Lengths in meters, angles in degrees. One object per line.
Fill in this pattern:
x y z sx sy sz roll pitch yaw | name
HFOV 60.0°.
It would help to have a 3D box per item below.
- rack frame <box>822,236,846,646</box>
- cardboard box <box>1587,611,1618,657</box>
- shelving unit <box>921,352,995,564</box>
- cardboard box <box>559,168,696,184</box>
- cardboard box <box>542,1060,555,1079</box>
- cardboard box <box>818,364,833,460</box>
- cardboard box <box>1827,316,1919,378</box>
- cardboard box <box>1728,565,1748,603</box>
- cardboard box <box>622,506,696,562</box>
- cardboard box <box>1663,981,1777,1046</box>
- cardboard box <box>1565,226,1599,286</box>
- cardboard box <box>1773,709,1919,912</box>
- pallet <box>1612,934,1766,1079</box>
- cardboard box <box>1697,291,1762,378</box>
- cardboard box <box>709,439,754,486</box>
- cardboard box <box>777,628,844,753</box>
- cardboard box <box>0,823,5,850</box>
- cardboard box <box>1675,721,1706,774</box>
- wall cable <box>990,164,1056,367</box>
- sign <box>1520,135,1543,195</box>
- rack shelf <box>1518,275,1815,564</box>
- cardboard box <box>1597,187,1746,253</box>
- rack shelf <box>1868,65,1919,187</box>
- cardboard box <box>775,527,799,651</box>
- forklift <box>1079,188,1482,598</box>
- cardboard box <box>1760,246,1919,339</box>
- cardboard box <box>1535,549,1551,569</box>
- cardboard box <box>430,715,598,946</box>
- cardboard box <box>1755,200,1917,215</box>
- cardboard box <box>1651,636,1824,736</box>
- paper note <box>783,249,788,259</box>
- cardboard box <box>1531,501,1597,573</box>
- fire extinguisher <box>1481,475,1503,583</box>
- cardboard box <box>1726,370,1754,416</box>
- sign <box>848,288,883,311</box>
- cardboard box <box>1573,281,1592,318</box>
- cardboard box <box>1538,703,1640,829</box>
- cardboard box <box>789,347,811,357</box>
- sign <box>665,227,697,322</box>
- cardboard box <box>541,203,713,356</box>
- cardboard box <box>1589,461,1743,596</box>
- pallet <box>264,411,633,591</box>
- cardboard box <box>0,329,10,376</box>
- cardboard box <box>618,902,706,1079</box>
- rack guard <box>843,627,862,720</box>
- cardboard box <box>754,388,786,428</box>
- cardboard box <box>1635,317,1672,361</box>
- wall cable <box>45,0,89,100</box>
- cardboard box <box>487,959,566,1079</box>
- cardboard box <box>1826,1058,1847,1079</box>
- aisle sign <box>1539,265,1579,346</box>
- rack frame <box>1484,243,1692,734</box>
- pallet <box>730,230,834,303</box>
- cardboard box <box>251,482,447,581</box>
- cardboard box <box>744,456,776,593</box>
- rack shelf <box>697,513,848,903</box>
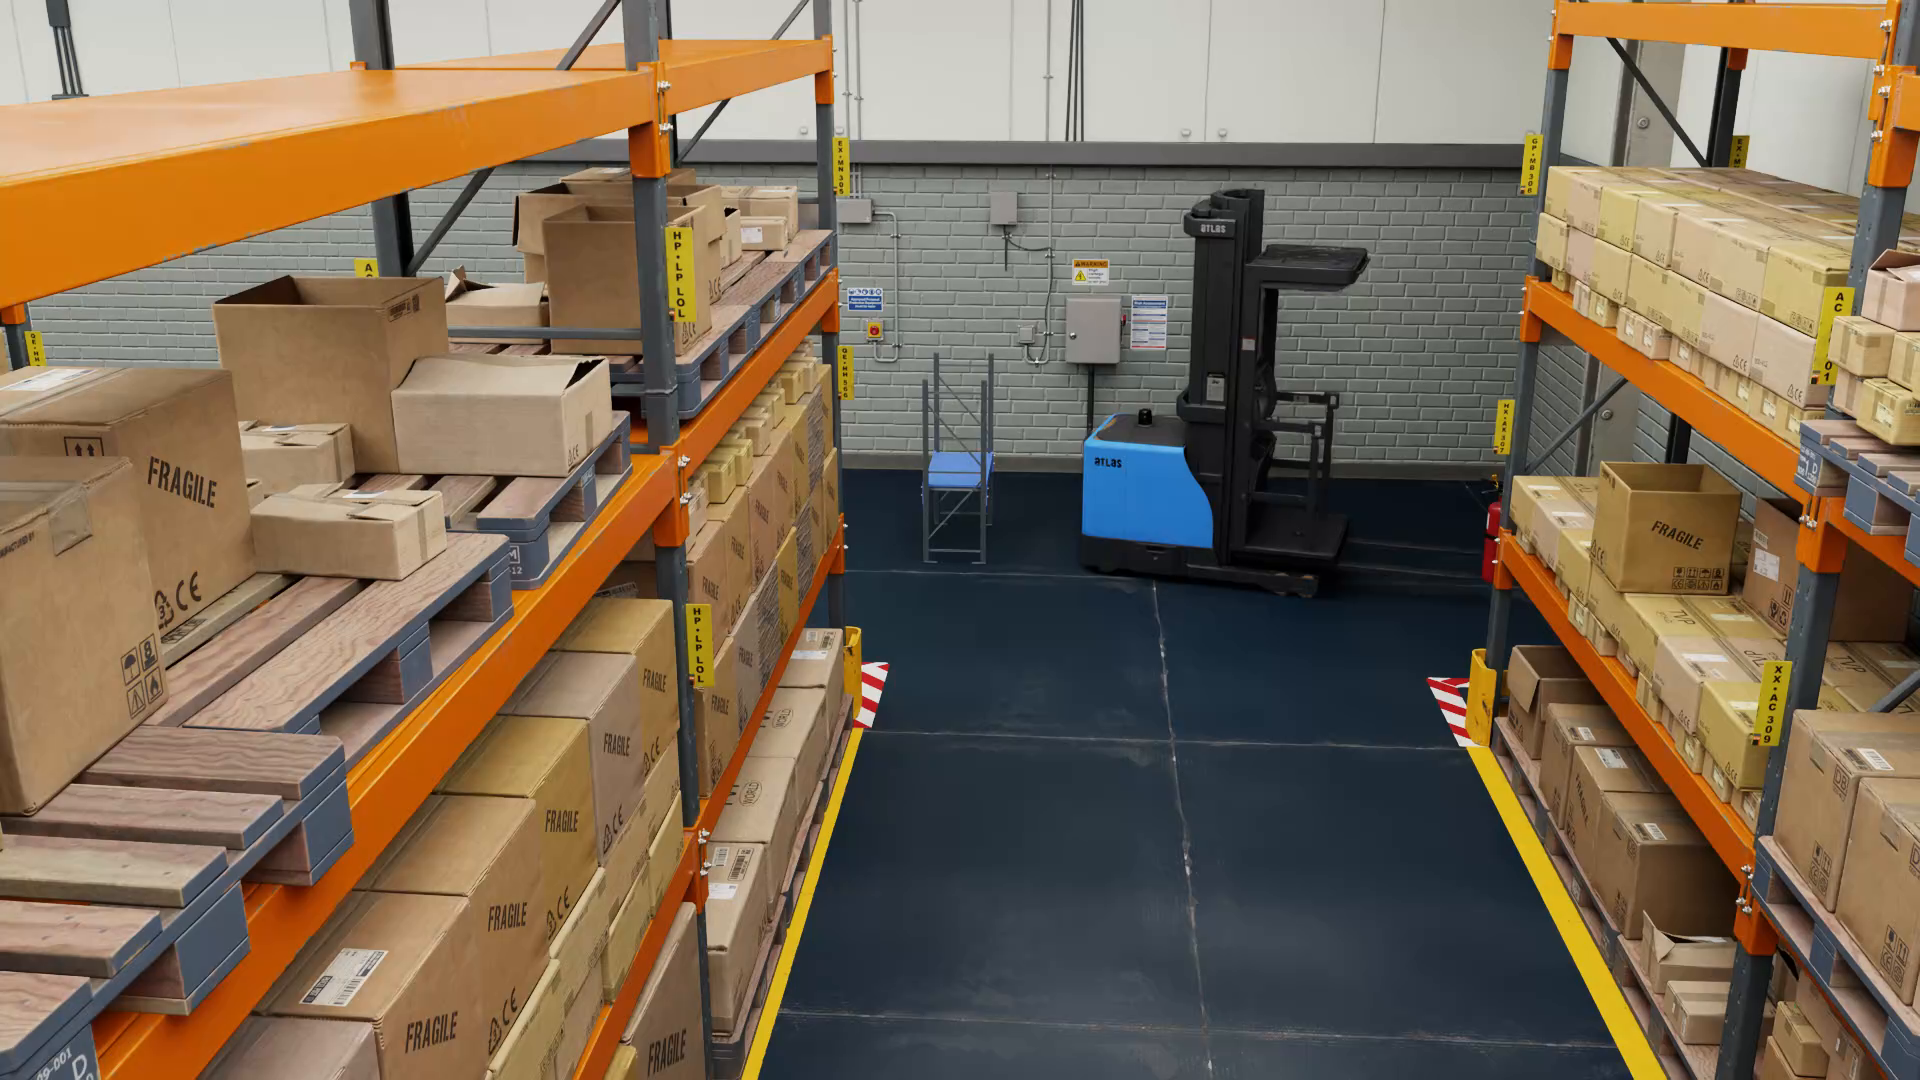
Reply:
-1.223 -0.347 10.163 1.000 3.000 0.127 1 18 4 | rack frame
3.290 0.460 8.106 0.380 0.149 0.250 2 18 5 | cardboard box
-0.006 -0.686 13.609 0.538 1.500 1.048 1 18 4 | shelving unit
-1.517 -1.444 7.699 0.500 0.500 0.500 2 18 5 | cardboard box
-1.416 1.587 4.503 0.500 0.250 0.500 1 18 4 | cardboard box
-1.020 -0.714 9.519 0.500 0.500 0.500 2 18 6 | cardboard box
2.982 -0.606 5.229 0.380 0.149 0.250 2 18 6 | cardboard box
3.844 0.318 7.898 0.500 0.250 0.500 1 18 4 | cardboard box
-1.228 -0.027 6.381 0.380 0.149 0.250 1 18 3 | cardboard box
3.188 1.981 6.964 0.380 0.149 0.250 1 18 2 | cardboard box
3.408 -1.442 8.454 0.500 0.250 0.500 2 18 5 | cardboard box
3.183 0.904 5.513 0.700 0.500 0.500 2 18 5 | cardboard box
3.491 2.117 7.122 1.003 0.211 1.213 1 18 4 | pallet
3.253 -0.807 6.515 0.500 0.250 0.500 1 18 2 | cardboard box
-1.123 -0.345 7.352 0.380 0.149 0.250 1 18 2 | cardboard box
-1.171 0.879 9.865 0.875 0.438 0.875 1 18 2 | cardboard box
-1.920 0.344 2.400 0.797 0.503 0.637 0 18 1 | cardboard box
3.204 0.858 6.892 0.380 0.149 0.250 2 18 5 | cardboard box
0.573 -2.553 15.266 0.588 1.984 0.122 1 18 4 | wall cable
3.187 -2.090 9.262 0.100 0.325 0.005 1 18 4 | sign
3.585 -0.699 7.578 1.077 0.370 4.000 1 18 4 | rack shelf
3.368 -1.524 7.900 0.500 0.250 0.500 1 18 3 | cardboard box
3.298 -0.692 3.382 1.077 0.370 4.000 1 18 4 | rack shelf
-1.096 0.238 8.219 0.500 0.500 0.500 2 18 6 | cardboard box
2.521 -1.141 12.698 3.031 2.935 1.130 6 19 17 | forklift
3.237 -0.890 5.964 0.500 0.250 0.500 1 18 4 | cardboard box
3.459 0.058 9.331 0.380 0.149 0.250 2 18 5 | cardboard box
-1.377 0.835 4.790 0.500 0.500 0.500 2 18 6 | cardboard box
3.847 -1.349 7.366 0.500 0.250 0.500 1 18 4 | cardboard box
3.256 0.616 6.990 0.500 0.250 0.500 1 18 4 | cardboard box
-0.793 -1.308 7.600 0.006 0.032 0.123 1 18 4 | paper note
3.391 -0.015 8.916 0.500 0.250 0.500 1 18 5 | cardboard box
3.278 -0.079 10.070 0.296 0.674 0.183 1 18 4 | fire extinguisher
3.221 -0.578 6.456 0.380 0.149 0.250 2 18 6 | cardboard box
-0.886 -2.247 15.529 0.327 0.218 0.001 1 18 4 | sign
3.325 -1.213 8.393 0.380 0.149 0.250 2 18 5 | cardboard box
3.490 1.204 8.772 0.700 0.500 0.500 2 18 6 | cardboard box
-1.043 -0.982 9.295 0.380 0.149 0.250 2 18 5 | cardboard box
-0.968 -0.916 5.748 0.100 0.325 0.005 1 18 4 | sign
-1.258 -1.002 6.352 0.500 0.500 0.500 2 18 5 | cardboard box
3.320 -0.063 7.855 0.500 0.500 0.500 2 18 5 | cardboard box
-1.526 -0.153 5.062 0.805 0.209 1.217 1 18 2 | pallet
-5.952 -0.942 9.737 0.500 0.500 0.500 1 18 3 | cardboard box
-1.475 1.900 6.044 0.875 0.875 0.875 2 18 6 | cardboard box
-1.221 0.834 10.575 1.175 0.500 0.348 1 18 4 | rack guard
-1.086 -0.664 8.324 0.380 0.149 0.250 2 18 5 | cardboard box
3.253 -0.898 7.432 0.380 0.149 0.250 2 18 5 | cardboard box
-7.265 -6.627 14.528 2.277 5.999 0.120 1 18 4 | wall cable
-1.378 1.348 4.431 0.500 0.250 0.500 2 18 5 | cardboard box
3.207 1.879 5.671 0.380 0.149 0.250 1 18 2 | cardboard box
3.440 -1.500 9.509 0.394 0.787 0.004 1 18 4 | aisle sign
3.728 -0.237 9.829 1.000 3.000 0.127 1 18 4 | rack frame
-1.266 -1.499 9.006 1.003 0.211 1.213 1 18 4 | pallet
-1.496 -0.028 4.073 0.380 0.166 0.250 3 18 9 | cardboard box
-1.144 -0.085 7.599 0.500 0.500 0.500 2 18 5 | cardboard box
-1.367 0.616 8.380 1.077 0.370 4.000 1 18 4 | rack shelf
